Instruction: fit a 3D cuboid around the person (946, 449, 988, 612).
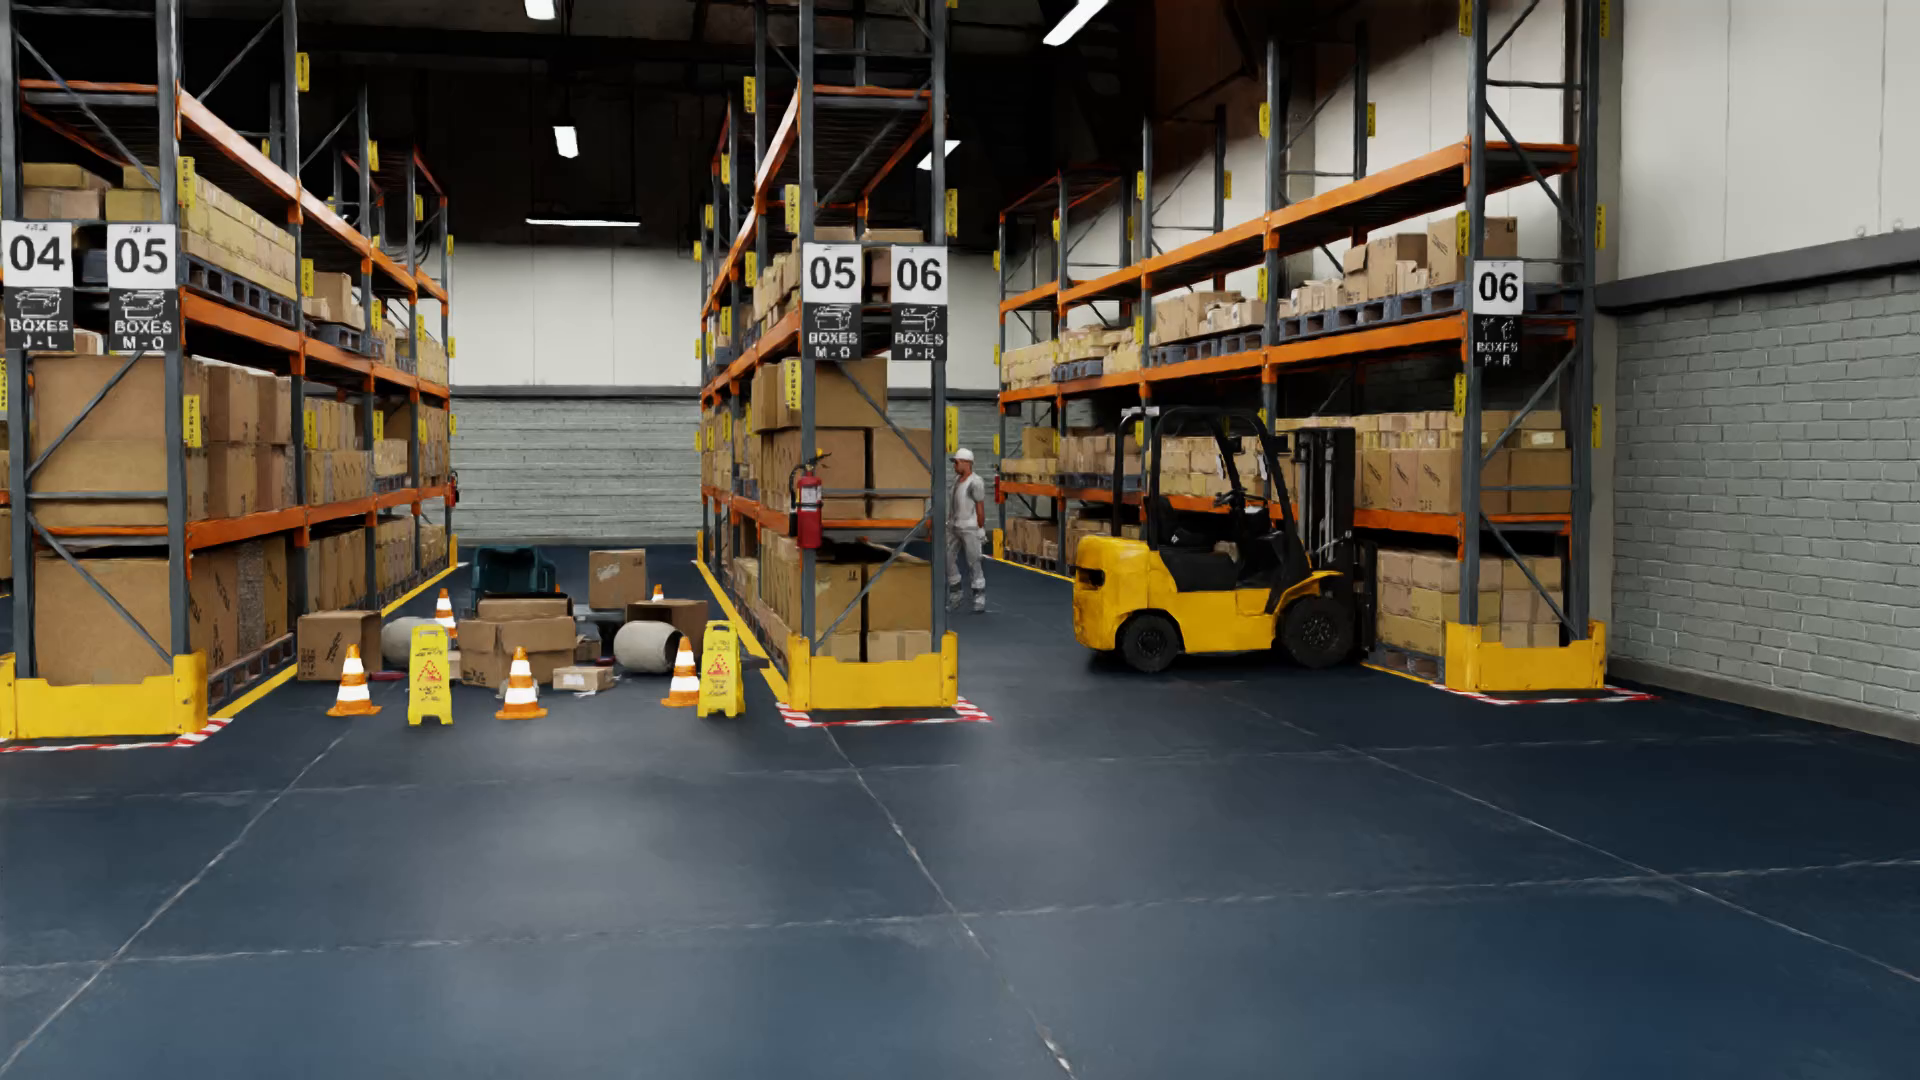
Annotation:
[{"bbox_3d":[0.038,-0.105,18.402,0.379,1.804,0.671,-2,4,-37],"label":"person"}]
